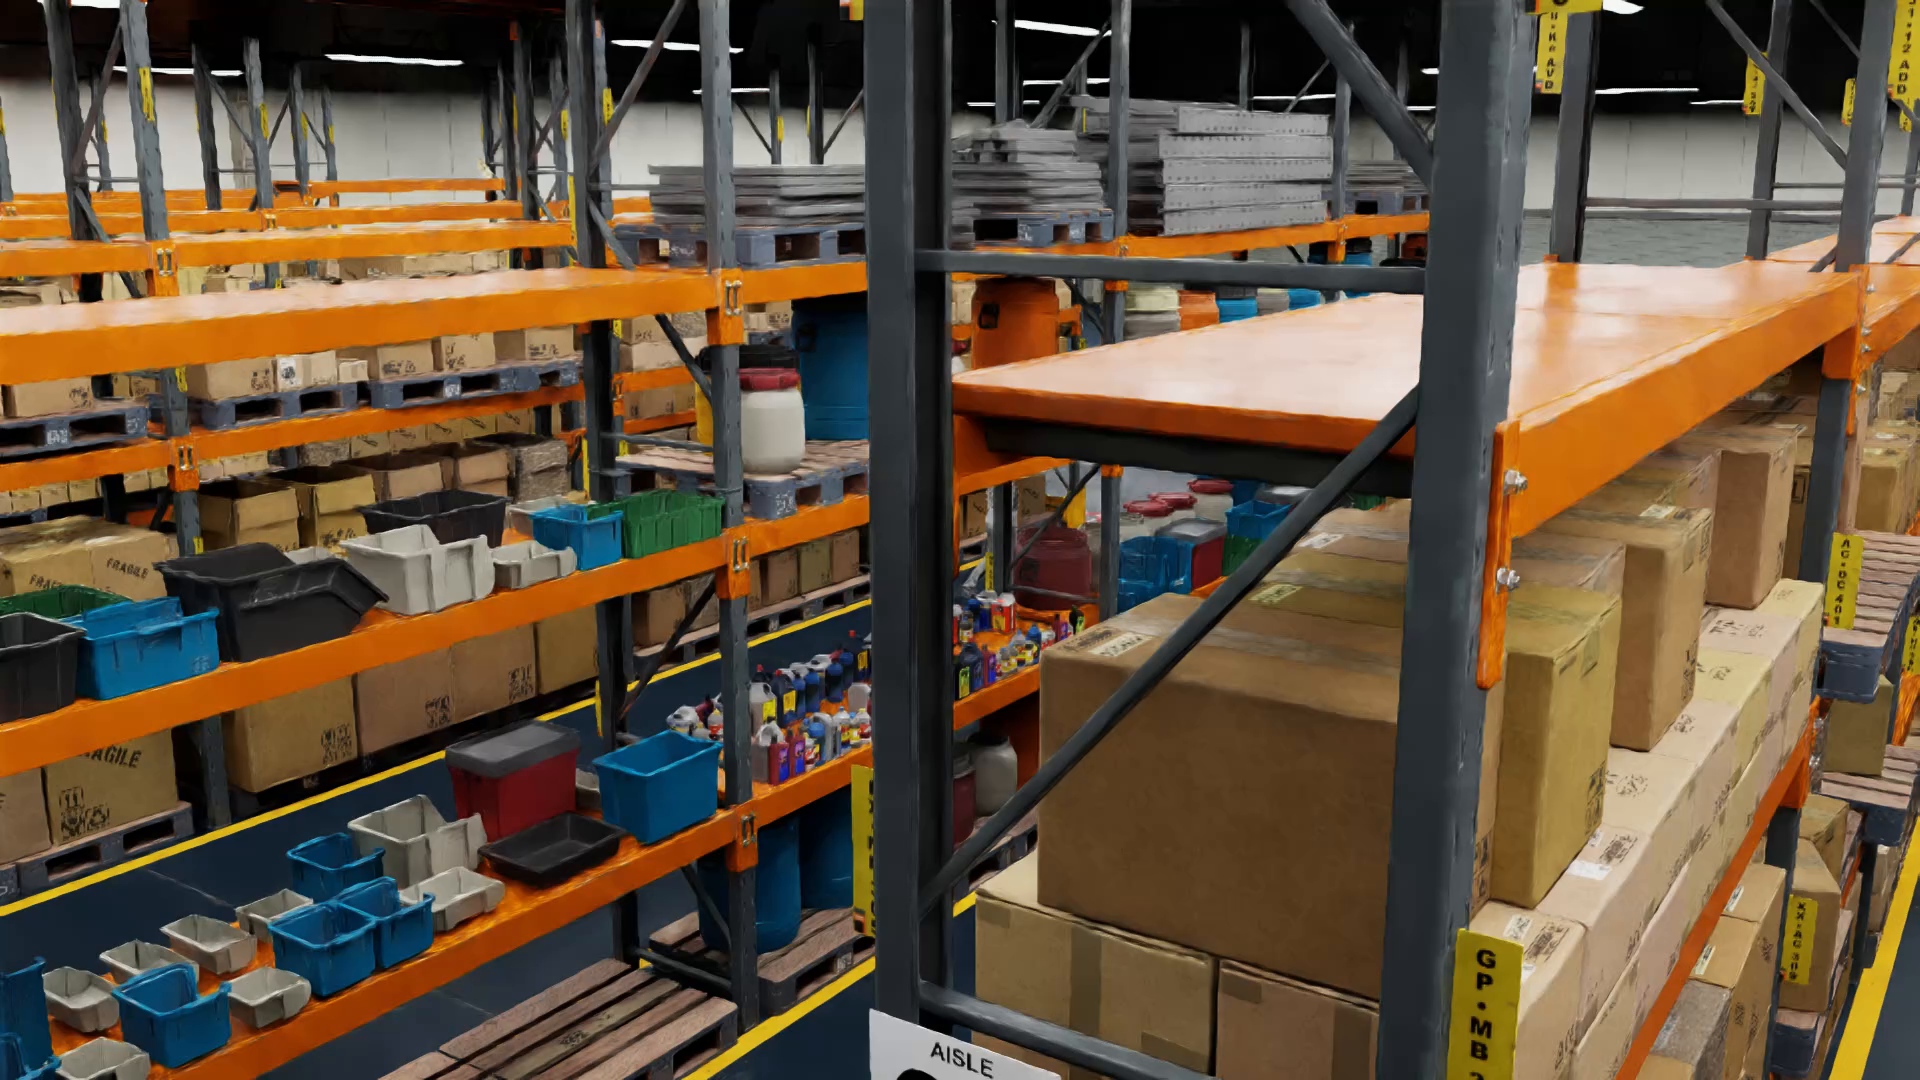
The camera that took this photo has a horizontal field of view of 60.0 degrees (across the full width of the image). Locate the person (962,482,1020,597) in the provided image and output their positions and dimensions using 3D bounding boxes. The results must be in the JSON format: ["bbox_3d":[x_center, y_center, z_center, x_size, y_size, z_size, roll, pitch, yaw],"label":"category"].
[{"bbox_3d":[0.395,-0.130,17.508,0.806,1.636,0.515,-8,15,-31],"label":"person"}]
